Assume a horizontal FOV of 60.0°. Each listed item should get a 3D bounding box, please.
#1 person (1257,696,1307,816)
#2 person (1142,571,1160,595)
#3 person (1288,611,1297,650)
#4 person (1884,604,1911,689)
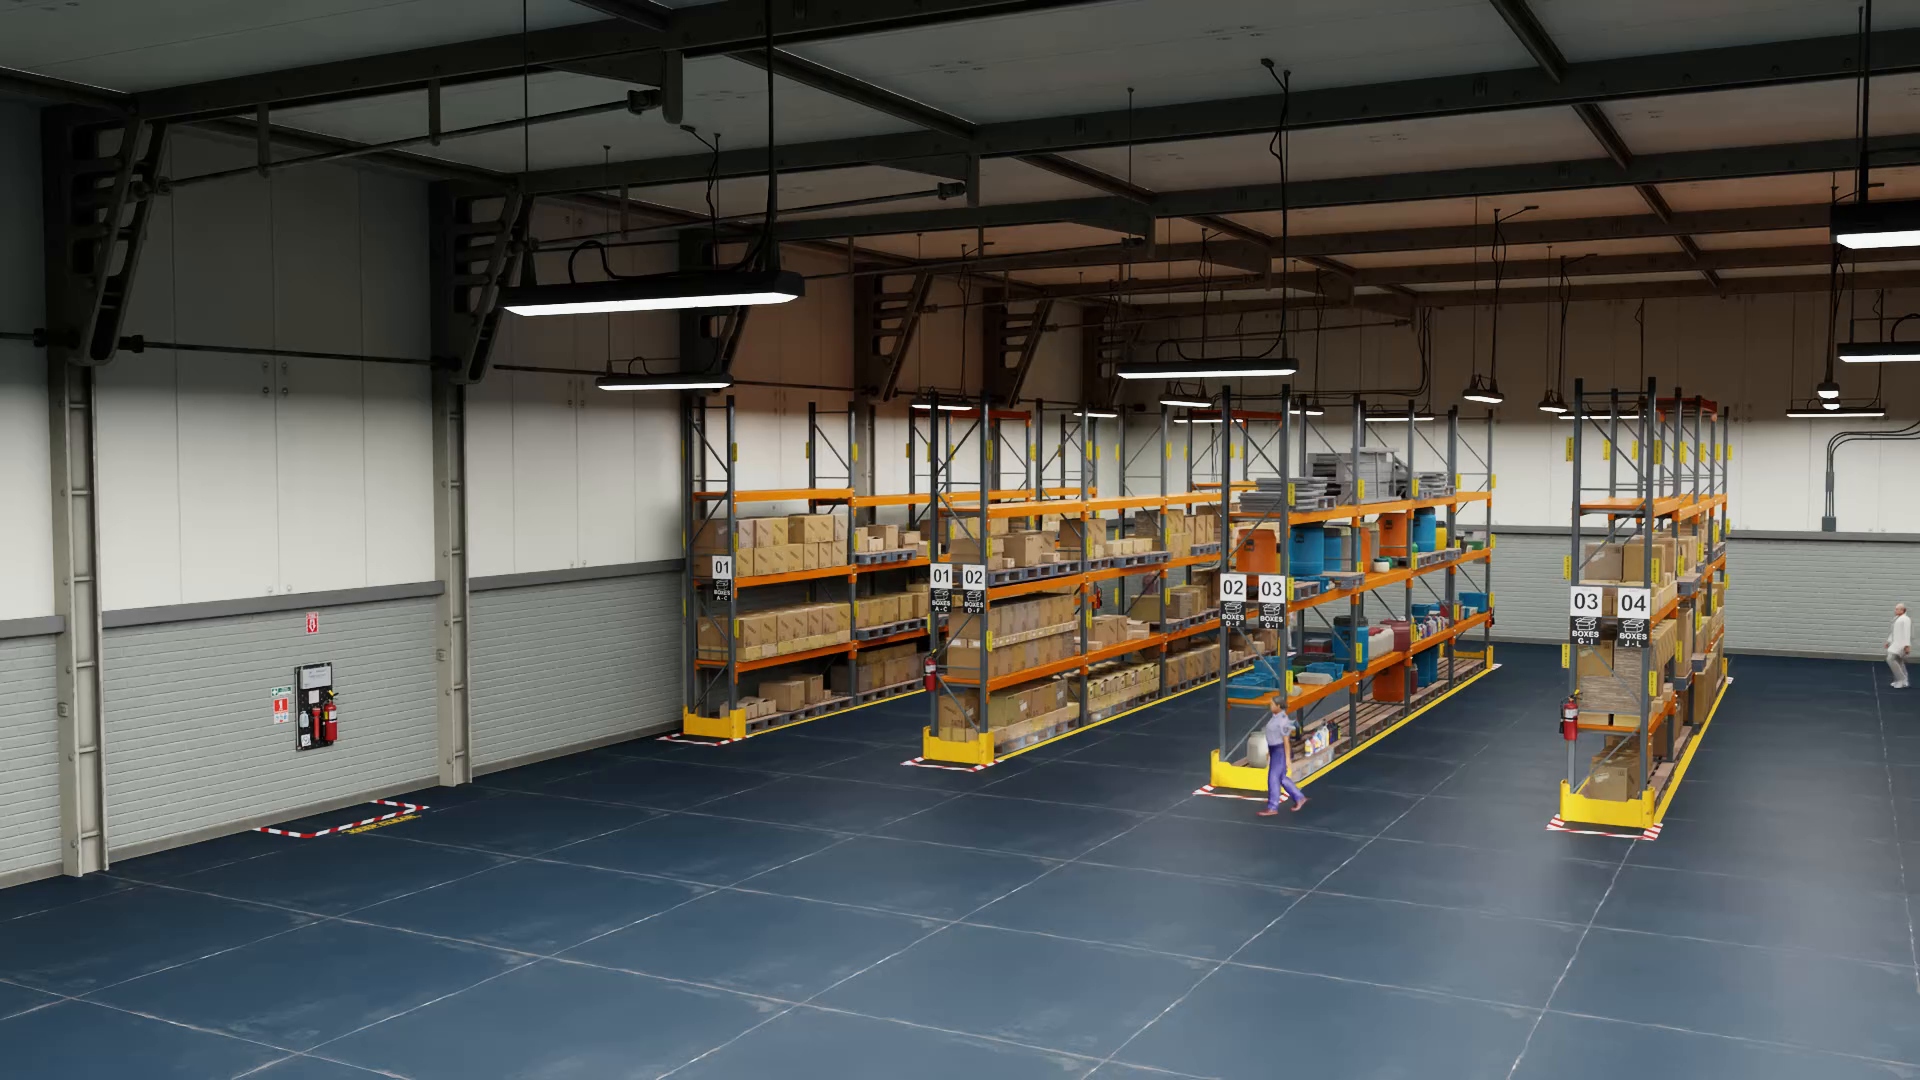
[{"bbox_3d":[4.465,2.967,23.013,0.751,1.632,0.467,0,3,0],"label":"person"},{"bbox_3d":[5.359,1.635,46.719,0.539,1.773,0.624,3,4,45],"label":"person"},{"bbox_3d":[8.277,1.949,42.274,0.532,1.658,1.012,-1,3,-20],"label":"person"},{"bbox_3d":[19.939,2.249,35.347,0.502,1.800,0.631,1,3,14],"label":"person"}]
